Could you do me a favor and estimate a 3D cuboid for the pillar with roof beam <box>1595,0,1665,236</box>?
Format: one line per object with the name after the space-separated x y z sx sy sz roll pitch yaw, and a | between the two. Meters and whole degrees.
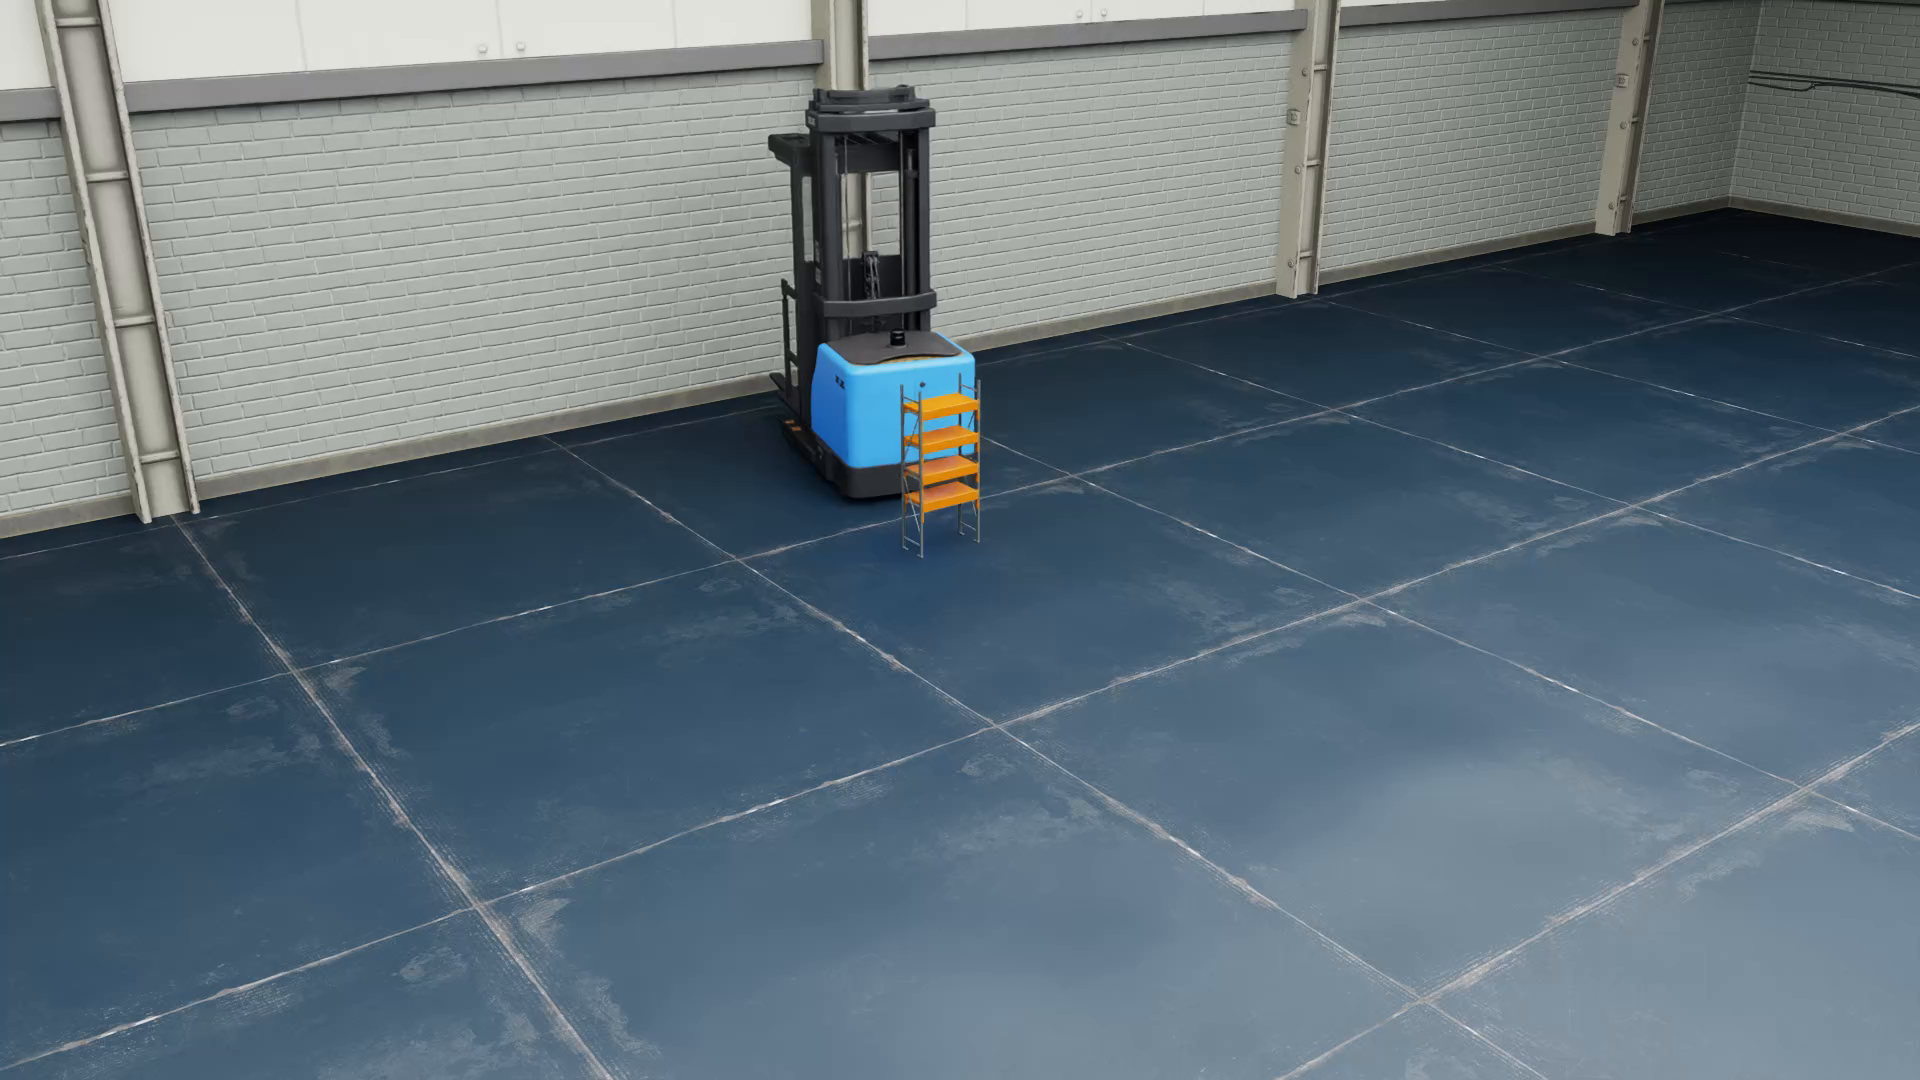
11.207 -6.991 17.273 0.400 9.000 9.100 -15 26 -33 | pillar with roof beam

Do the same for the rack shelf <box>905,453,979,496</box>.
-0.134 -0.459 11.609 0.480 0.148 0.258 -15 26 -33 | rack shelf

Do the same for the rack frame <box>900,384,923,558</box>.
-0.332 -0.469 11.452 0.015 1.200 0.240 -15 26 -33 | rack frame

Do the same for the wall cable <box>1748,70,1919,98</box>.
11.856 -7.083 21.695 0.112 2.526 3.097 -15 26 -33 | wall cable

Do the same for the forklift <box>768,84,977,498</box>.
-0.872 -2.189 13.427 1.130 2.935 3.031 -8 23 -19 | forklift

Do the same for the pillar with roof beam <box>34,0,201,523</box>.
-3.405 -3.094 7.509 0.400 9.000 9.100 -15 26 -33 | pillar with roof beam

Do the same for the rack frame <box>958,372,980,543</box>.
0.064 -0.574 11.717 0.015 1.200 0.240 -15 26 -33 | rack frame

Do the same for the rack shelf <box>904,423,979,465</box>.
-0.134 -0.667 11.526 0.480 0.148 0.258 -15 26 -33 | rack shelf

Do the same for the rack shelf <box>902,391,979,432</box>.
-0.134 -0.886 11.439 0.480 0.148 0.258 -15 26 -33 | rack shelf

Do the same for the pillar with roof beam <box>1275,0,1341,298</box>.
6.336 -5.692 14.018 0.400 9.000 9.100 -15 26 -33 | pillar with roof beam

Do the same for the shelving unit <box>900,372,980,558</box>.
-0.134 -0.521 11.584 0.503 1.200 0.258 -15 26 -33 | shelving unit

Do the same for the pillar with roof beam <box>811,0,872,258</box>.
1.466 -4.393 10.764 0.400 9.000 9.100 -15 26 -33 | pillar with roof beam

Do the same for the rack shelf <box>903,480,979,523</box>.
-0.134 -0.275 11.683 0.480 0.148 0.258 -15 26 -33 | rack shelf
